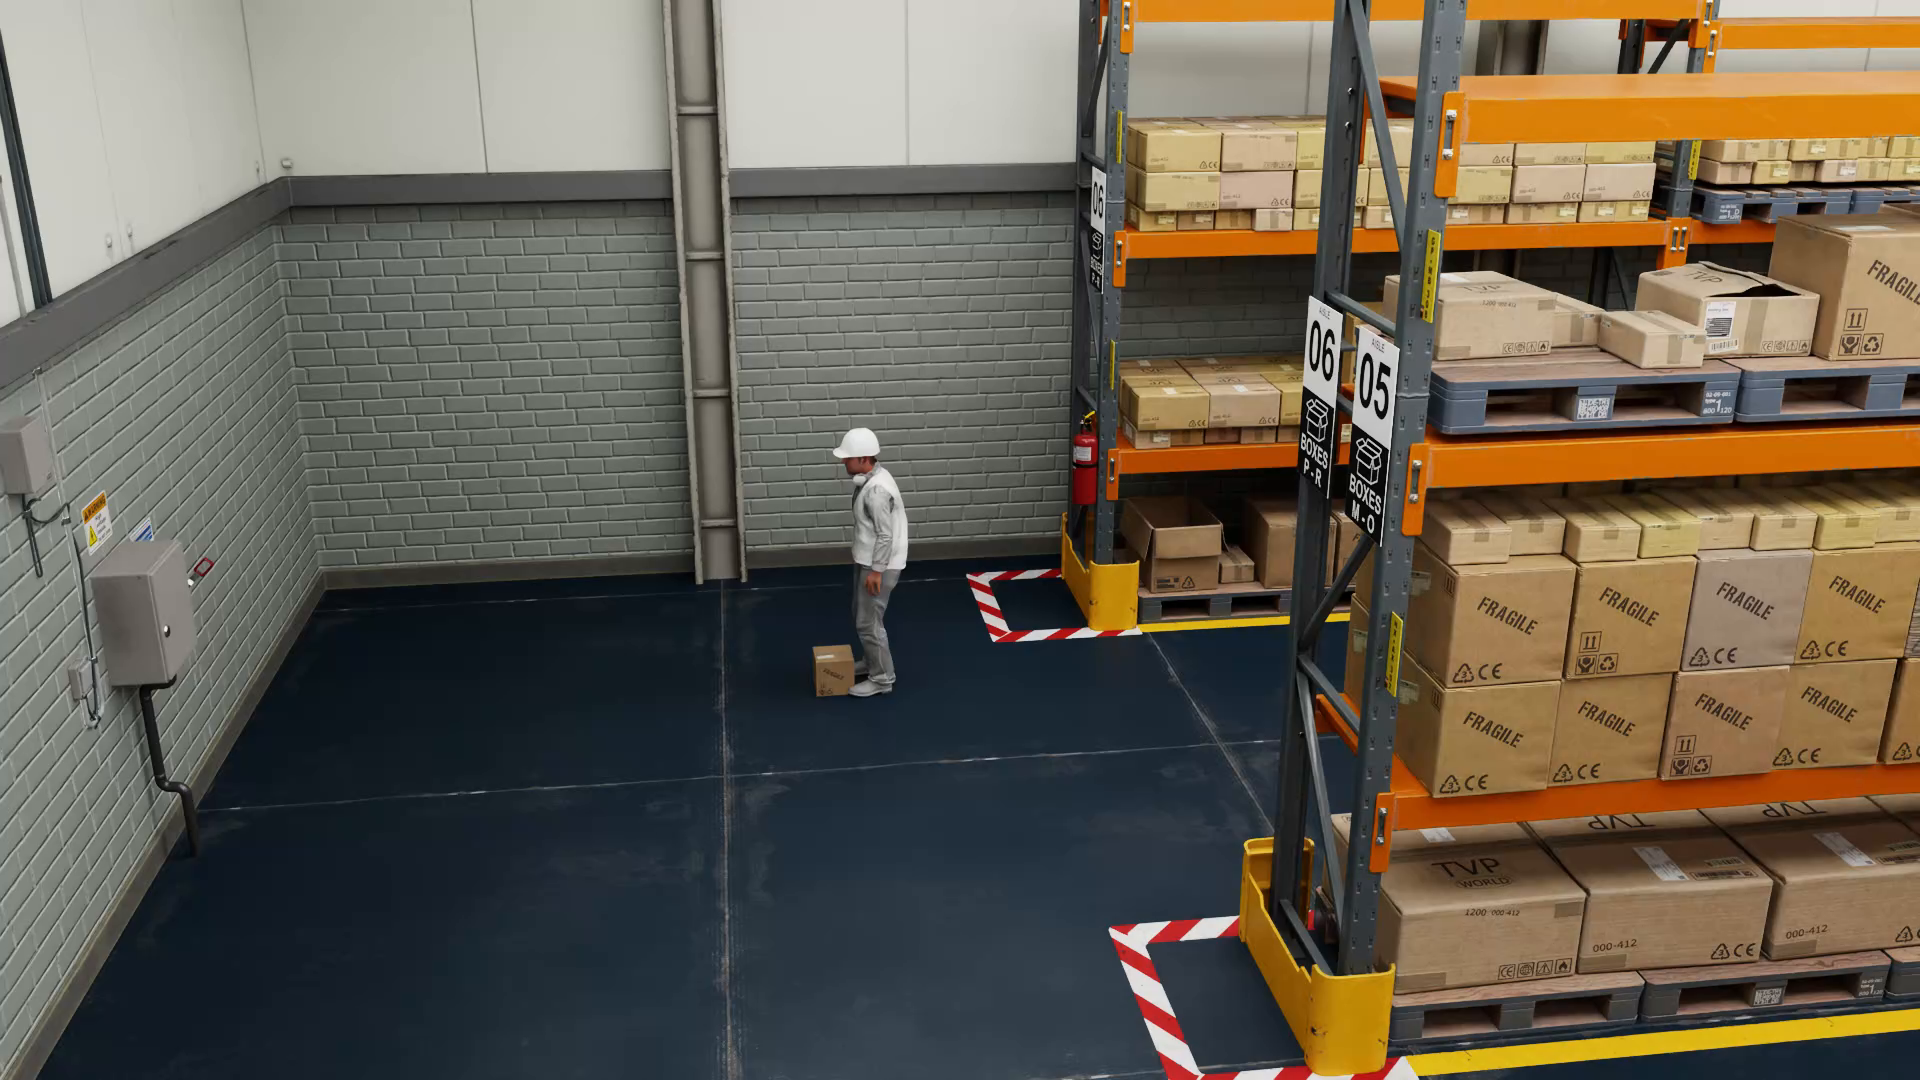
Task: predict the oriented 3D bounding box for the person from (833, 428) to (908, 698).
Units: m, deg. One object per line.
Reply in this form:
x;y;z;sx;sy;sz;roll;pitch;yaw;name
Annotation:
-0.569;0.127;10.684;0.465;1.769;0.580;-4;20;-10;person
